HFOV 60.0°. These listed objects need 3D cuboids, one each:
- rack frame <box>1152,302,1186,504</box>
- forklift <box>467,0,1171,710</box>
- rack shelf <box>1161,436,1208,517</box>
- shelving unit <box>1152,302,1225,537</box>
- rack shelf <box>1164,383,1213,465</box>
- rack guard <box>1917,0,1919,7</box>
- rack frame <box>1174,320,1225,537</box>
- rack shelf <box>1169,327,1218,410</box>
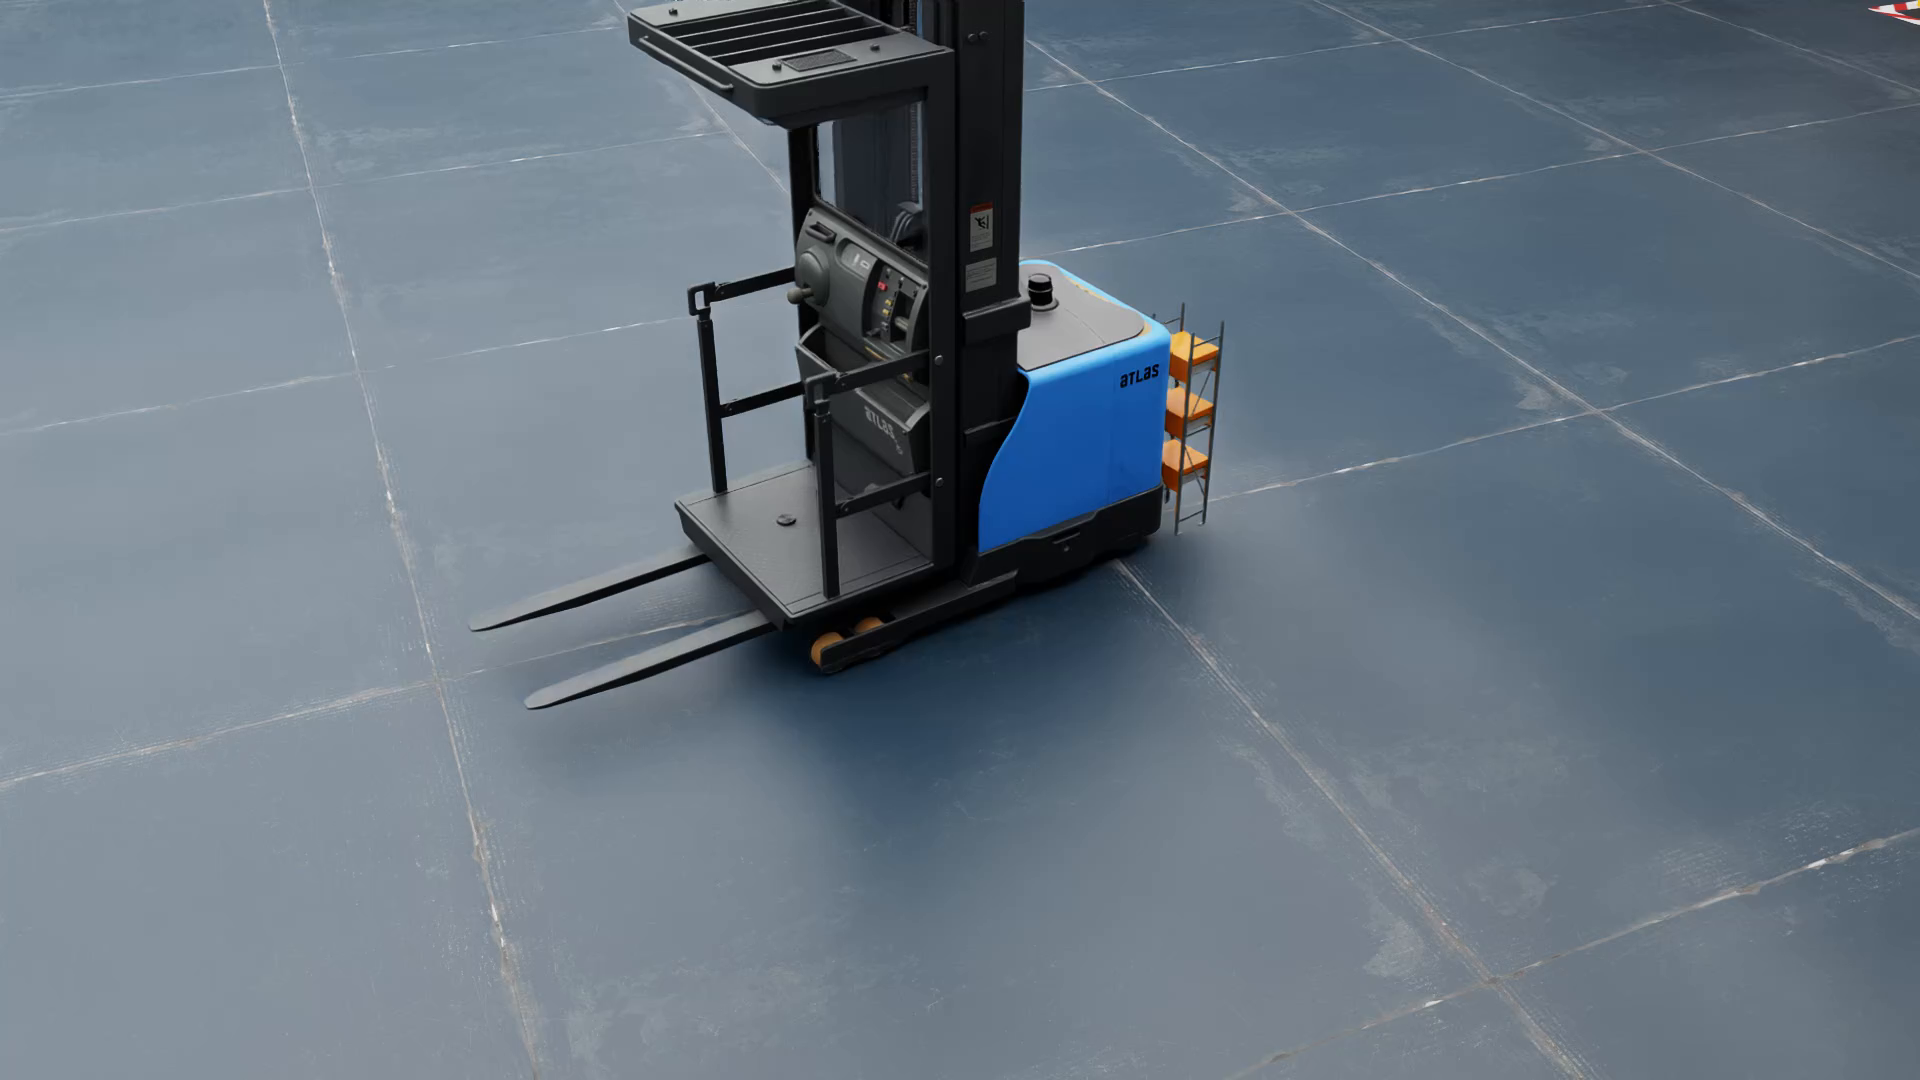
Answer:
[{"bbox_3d":[0.932,-0.595,7.702,0.200,1.050,0.008,-23,40,-31],"label":"rack frame"},{"bbox_3d":[-0.577,-1.006,6.609,3.031,2.935,1.130,-20,38,-28],"label":"forklift"},{"bbox_3d":[1.007,-0.301,7.779,0.215,0.259,0.240,-23,40,-31],"label":"rack shelf"},{"bbox_3d":[1.007,-0.543,7.621,0.215,1.050,0.252,-23,40,-31],"label":"shelving unit"},{"bbox_3d":[1.007,-0.534,7.627,0.215,0.259,0.240,-23,40,-31],"label":"rack shelf"},{"bbox_3d":[9.172,-4.882,14.795,0.348,0.500,1.175,-13,35,-19],"label":"rack guard"},{"bbox_3d":[1.082,-0.491,7.541,0.200,1.050,0.008,-23,40,-31],"label":"rack frame"},{"bbox_3d":[1.007,-0.772,7.473,0.215,0.259,0.240,-23,40,-31],"label":"rack shelf"}]
